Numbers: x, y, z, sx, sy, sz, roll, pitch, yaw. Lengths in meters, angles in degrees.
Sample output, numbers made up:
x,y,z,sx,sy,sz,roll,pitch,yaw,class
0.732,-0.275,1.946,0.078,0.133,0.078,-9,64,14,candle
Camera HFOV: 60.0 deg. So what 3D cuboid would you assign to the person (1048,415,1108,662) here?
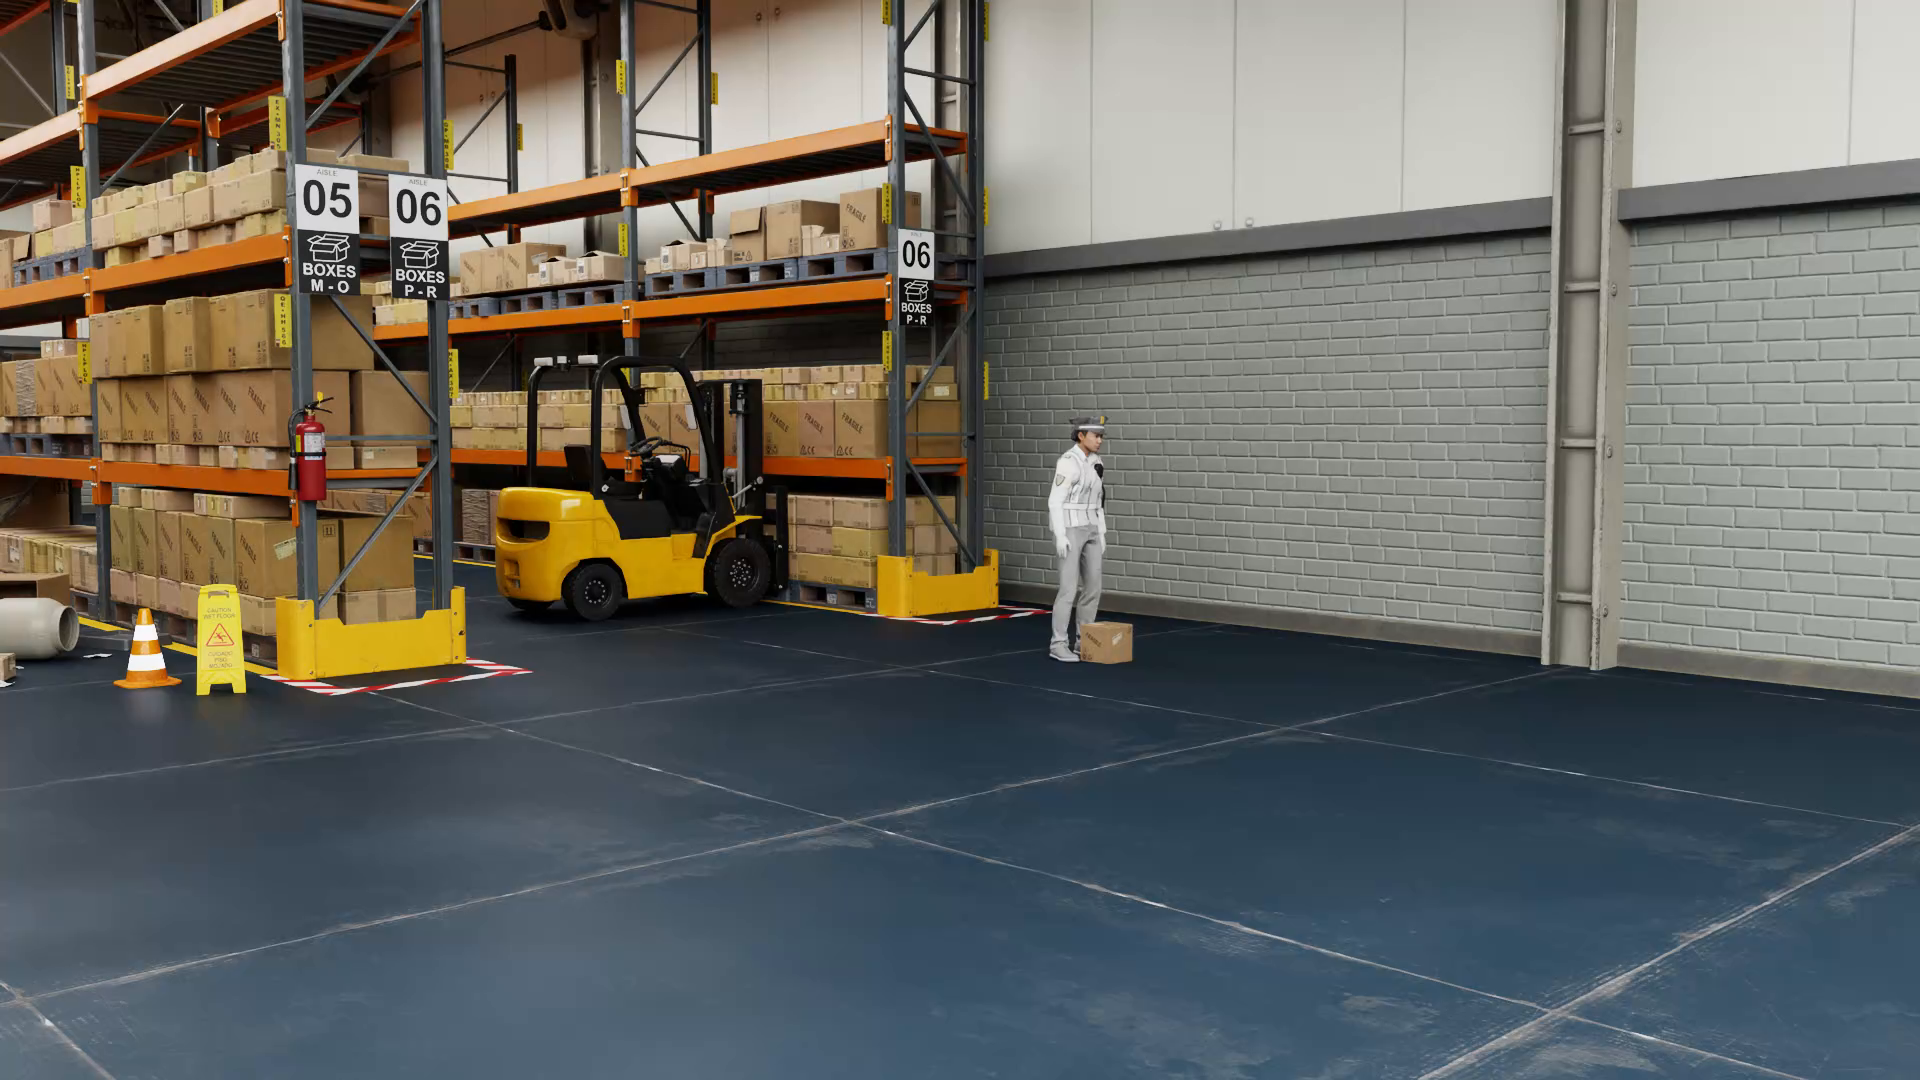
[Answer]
x,y,z,sx,sy,sz,roll,pitch,yaw,class
0.818,-0.023,11.354,0.373,1.662,0.535,4,6,43,person
